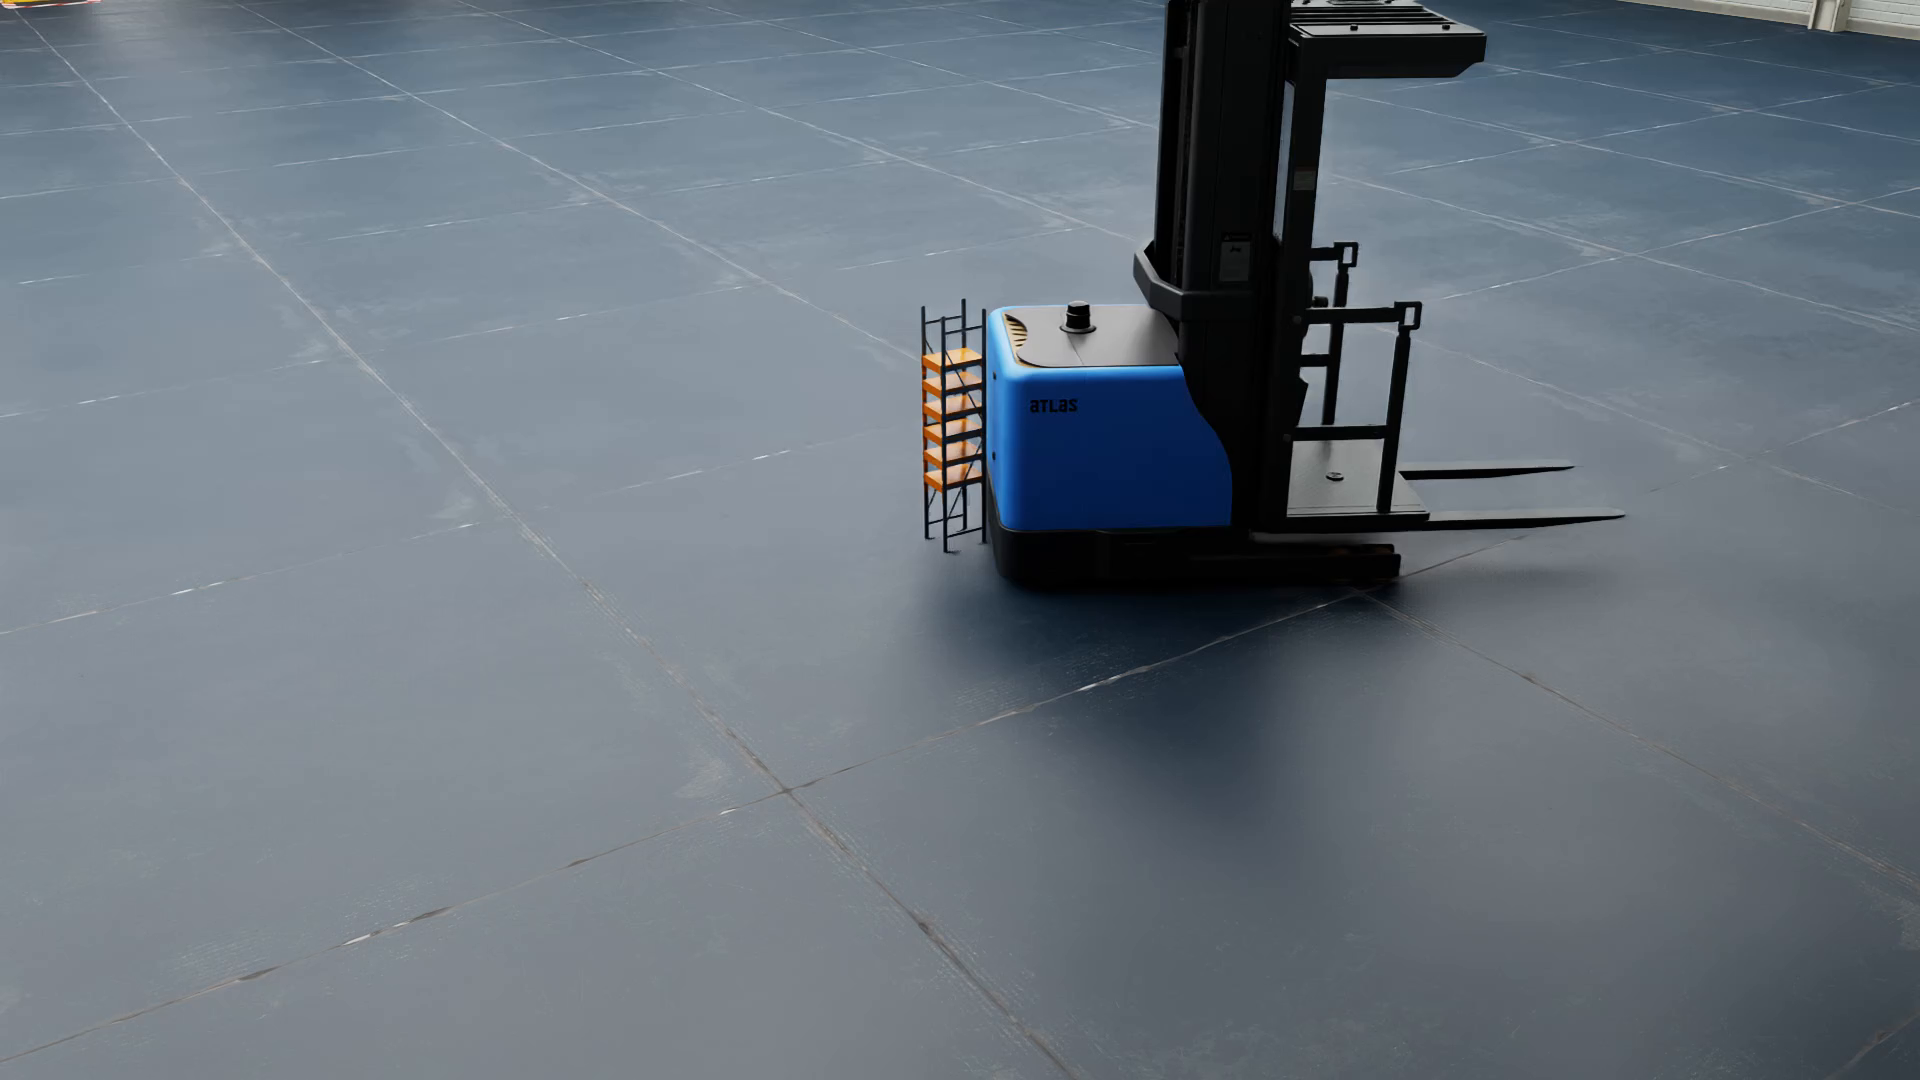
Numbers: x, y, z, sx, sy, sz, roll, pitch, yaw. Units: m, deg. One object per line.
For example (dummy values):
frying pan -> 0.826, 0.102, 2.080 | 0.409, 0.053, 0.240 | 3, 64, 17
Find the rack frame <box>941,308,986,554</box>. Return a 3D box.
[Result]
rack frame -> 0.020, -0.504, 7.909 | 0.240, 1.200, 0.006 | -15, 29, -27

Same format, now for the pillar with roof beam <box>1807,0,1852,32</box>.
pillar with roof beam -> 8.689, -10.310, 19.549 | 9.100, 9.000, 0.400 | -16, 29, -30

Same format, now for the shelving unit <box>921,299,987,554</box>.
shelving unit -> -0.027, -0.537, 7.980 | 0.258, 1.200, 0.189 | -15, 29, -27

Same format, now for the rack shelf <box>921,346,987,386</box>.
rack shelf -> -0.029, -0.822, 7.845 | 0.258, 0.103, 0.180 | -15, 29, -27

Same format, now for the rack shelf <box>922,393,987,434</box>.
rack shelf -> -0.027, -0.605, 7.947 | 0.258, 0.103, 0.180 | -15, 29, -27

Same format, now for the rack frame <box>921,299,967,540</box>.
rack frame -> -0.073, -0.570, 8.051 | 0.240, 1.200, 0.006 | -15, 29, -27

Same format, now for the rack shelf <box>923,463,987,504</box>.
rack shelf -> -0.025, -0.280, 8.101 | 0.258, 0.103, 0.180 | -15, 29, -27

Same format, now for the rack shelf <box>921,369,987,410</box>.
rack shelf -> -0.028, -0.714, 7.896 | 0.258, 0.103, 0.180 | -15, 29, -27

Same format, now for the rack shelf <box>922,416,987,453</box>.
rack shelf -> -0.026, -0.497, 7.999 | 0.258, 0.103, 0.180 | -15, 29, -27

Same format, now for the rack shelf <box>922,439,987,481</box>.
rack shelf -> -0.026, -0.388, 8.050 | 0.258, 0.103, 0.180 | -15, 29, -27

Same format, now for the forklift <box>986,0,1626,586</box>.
forklift -> 1.664, -1.342, 7.659 | 3.031, 2.935, 1.130 | -2, 25, -3

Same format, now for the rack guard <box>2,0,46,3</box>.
rack guard -> -14.596, -8.844, 26.398 | 1.175, 0.500, 0.348 | -16, 29, -30
